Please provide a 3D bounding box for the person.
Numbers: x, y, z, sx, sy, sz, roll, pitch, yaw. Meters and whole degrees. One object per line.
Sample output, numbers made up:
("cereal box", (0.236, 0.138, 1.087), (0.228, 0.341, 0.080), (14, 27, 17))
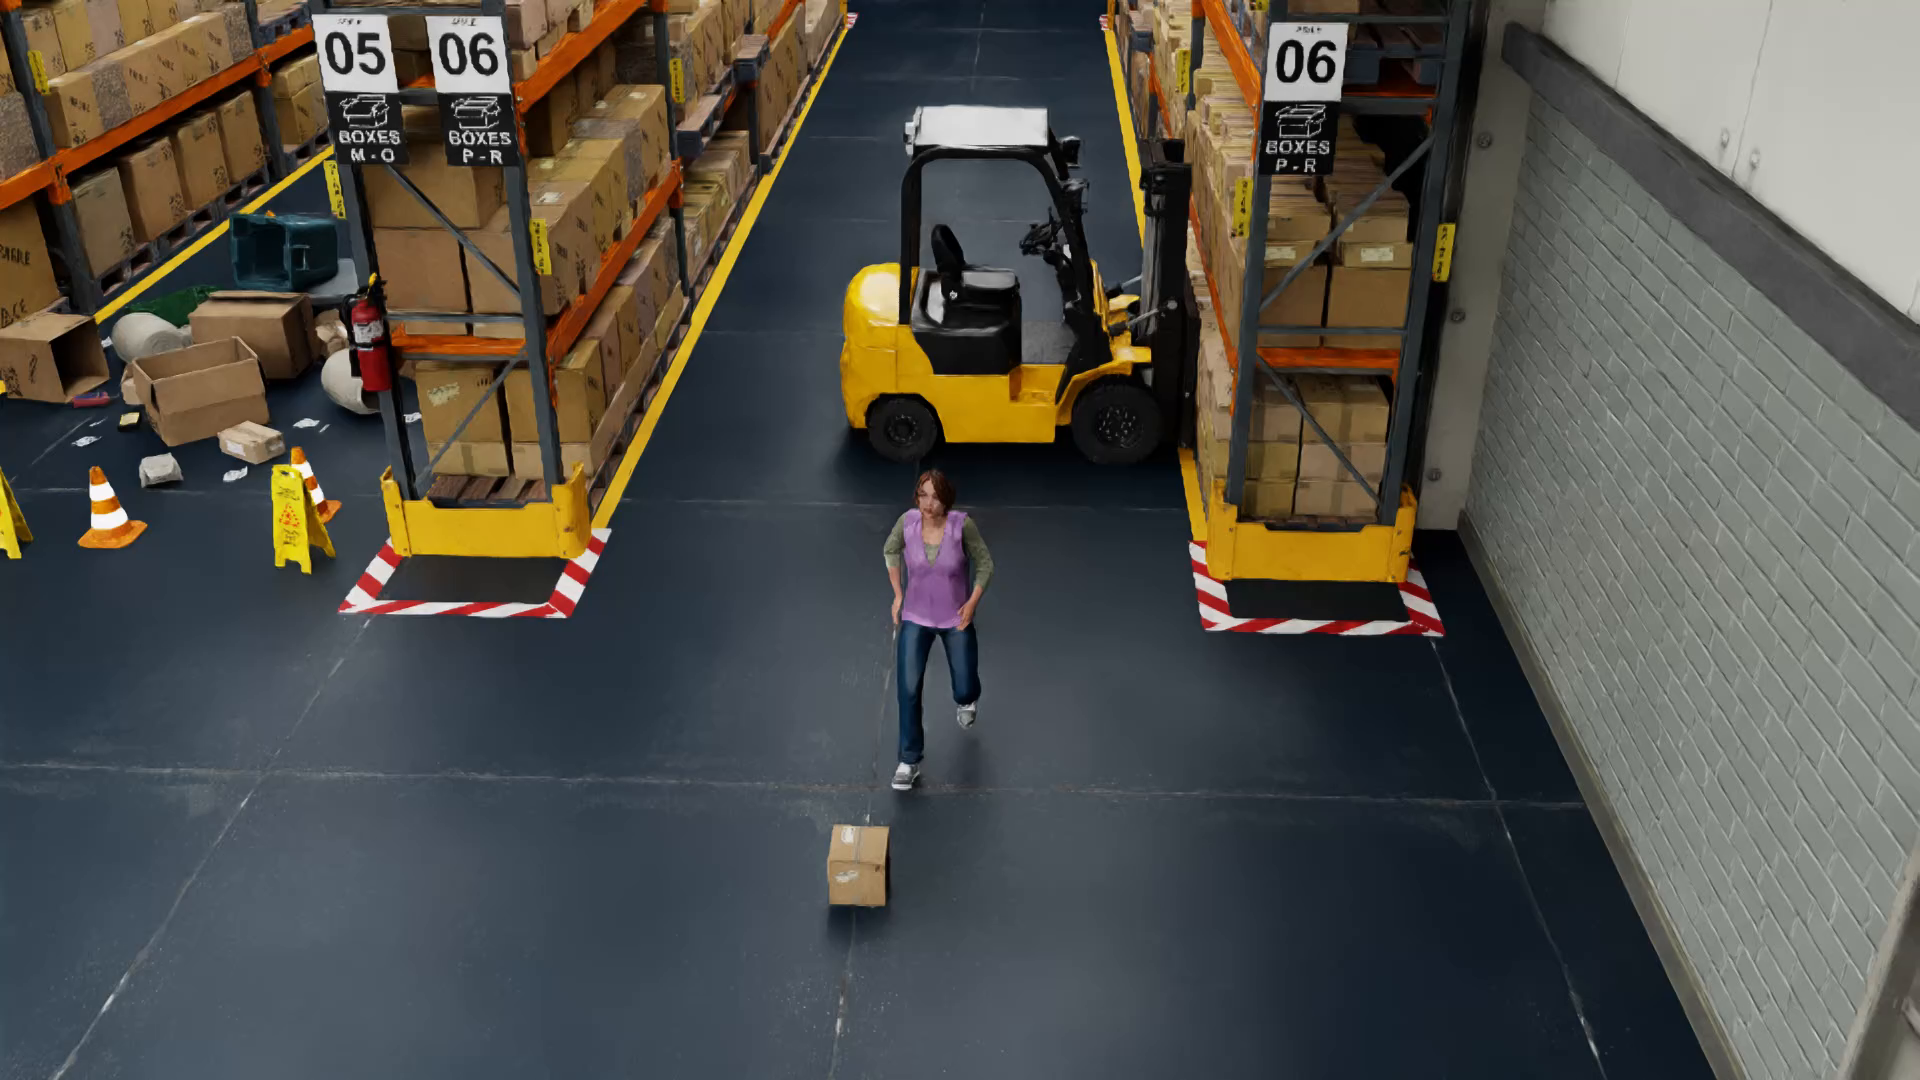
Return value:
("person", (-0.119, 0.414, 7.928), (0.511, 1.497, 0.719), (1, 28, 2))
